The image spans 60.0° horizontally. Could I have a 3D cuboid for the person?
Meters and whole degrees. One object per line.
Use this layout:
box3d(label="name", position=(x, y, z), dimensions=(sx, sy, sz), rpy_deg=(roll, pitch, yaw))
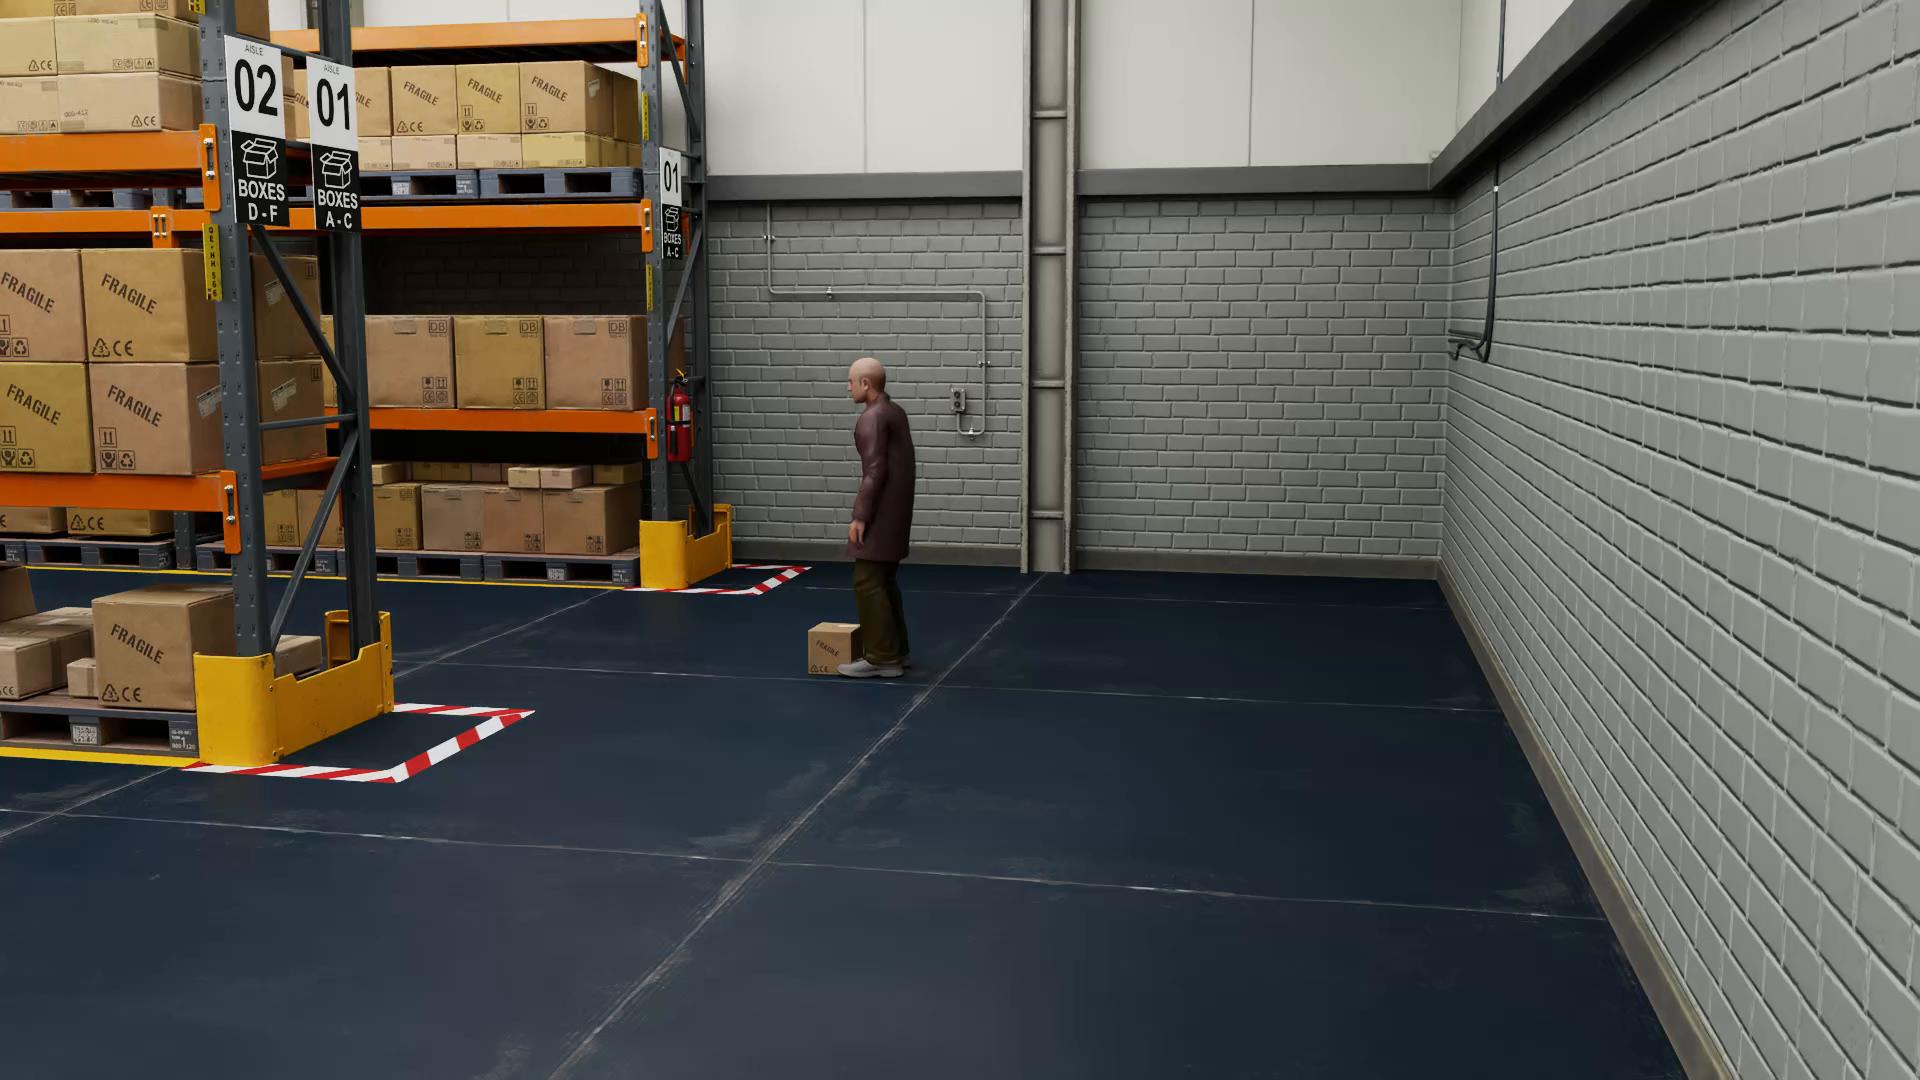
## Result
box3d(label="person", position=(-0.463, -0.131, 9.320), dimensions=(0.425, 1.774, 0.644), rpy_deg=(2, 8, 12))
